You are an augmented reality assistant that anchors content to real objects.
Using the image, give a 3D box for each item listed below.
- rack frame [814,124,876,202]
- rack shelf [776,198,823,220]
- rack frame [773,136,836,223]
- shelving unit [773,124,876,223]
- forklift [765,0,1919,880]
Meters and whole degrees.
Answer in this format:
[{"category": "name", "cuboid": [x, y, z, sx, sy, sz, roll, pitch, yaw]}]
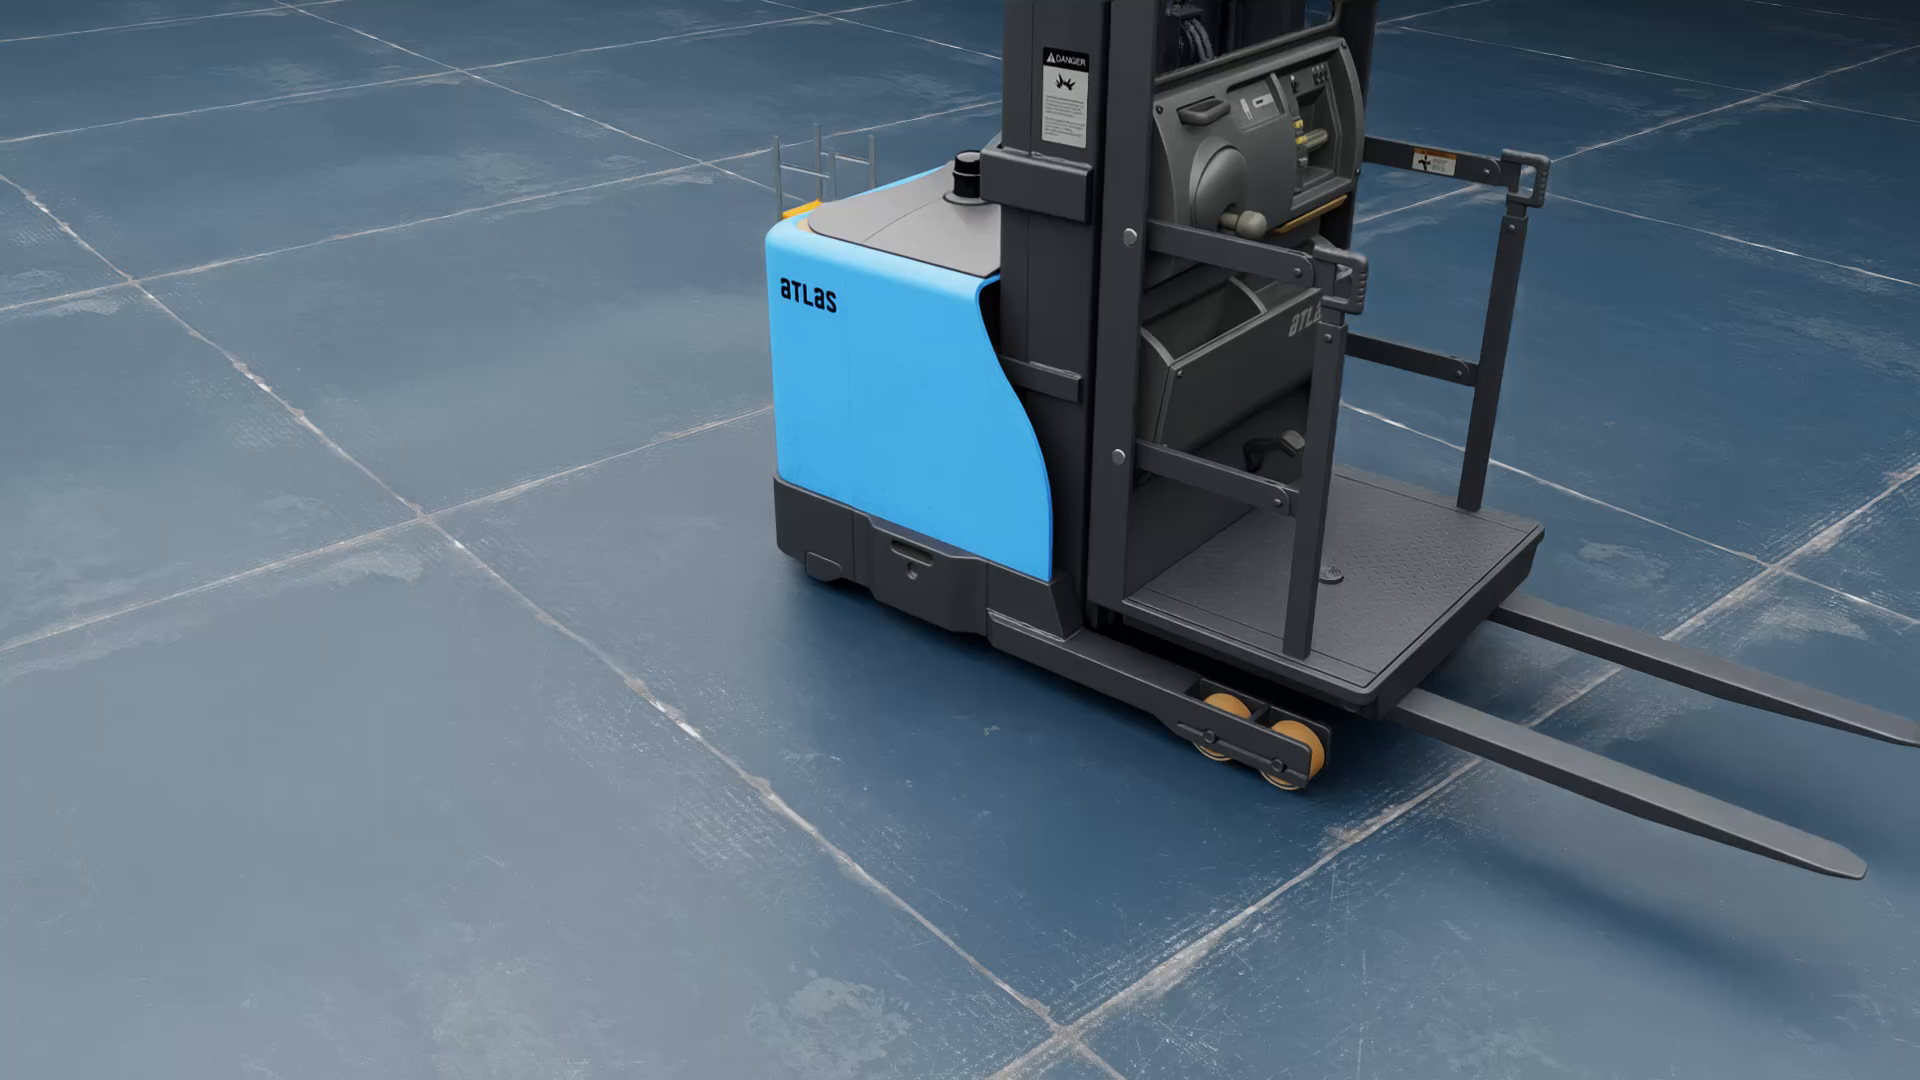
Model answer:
[{"category": "rack frame", "cuboid": [-0.351, -0.710, 5.306, 0.240, 1.200, 0.006, 20, 34, 32]}, {"category": "rack shelf", "cuboid": [-0.406, -0.954, 5.093, 0.258, 0.103, 0.180, 20, 34, 32]}, {"category": "rack frame", "cuboid": [-0.462, -0.642, 5.178, 0.240, 1.200, 0.006, 20, 34, 32]}, {"category": "shelving unit", "cuboid": [-0.406, -0.676, 5.242, 0.258, 1.200, 0.189, 20, 34, 32]}, {"category": "forklift", "cuboid": [0.906, -0.961, 3.938, 3.031, 2.935, 1.130, 21, 34, 34]}]
